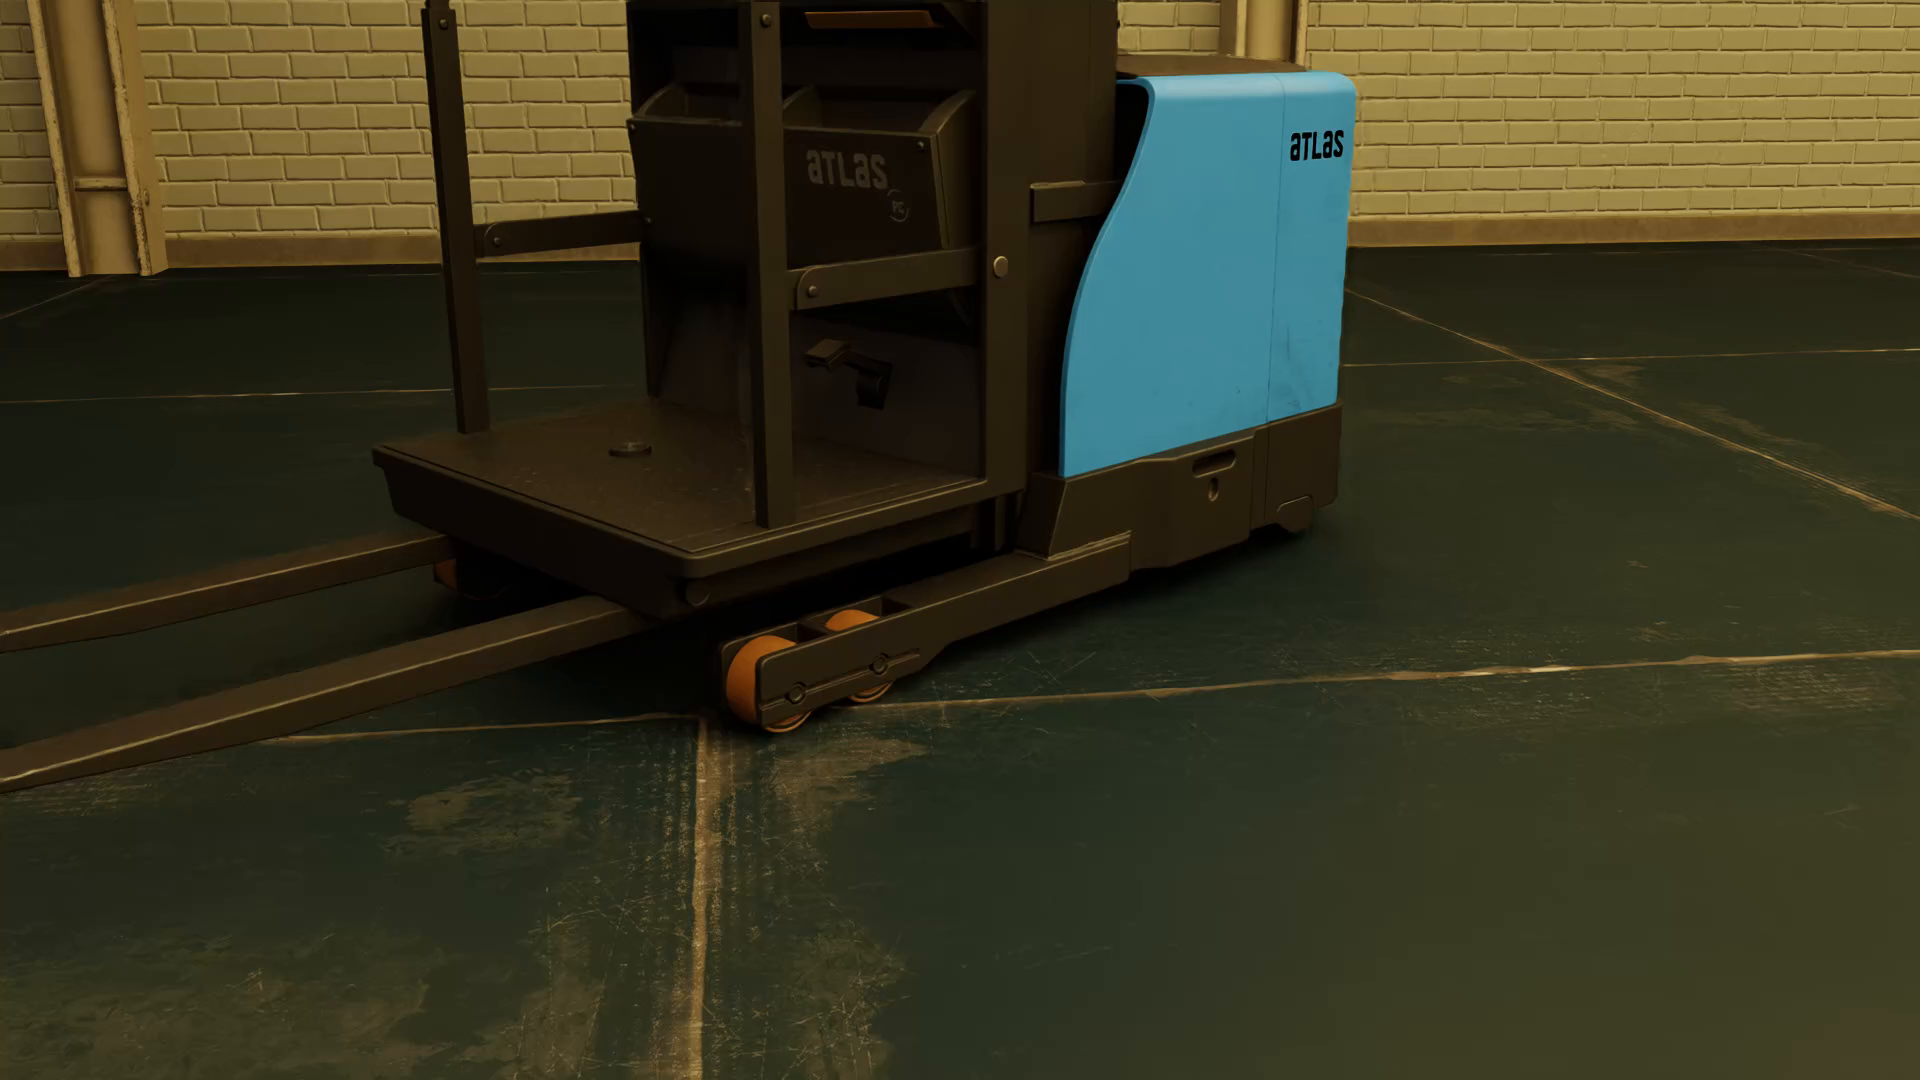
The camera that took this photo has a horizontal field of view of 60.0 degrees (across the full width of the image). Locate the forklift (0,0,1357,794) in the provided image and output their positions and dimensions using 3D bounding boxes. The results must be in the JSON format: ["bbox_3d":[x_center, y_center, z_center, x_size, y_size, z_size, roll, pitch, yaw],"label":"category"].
[{"bbox_3d":[-0.476,-1.238,2.994,1.130,2.935,3.031,16,23,42],"label":"forklift"}]
